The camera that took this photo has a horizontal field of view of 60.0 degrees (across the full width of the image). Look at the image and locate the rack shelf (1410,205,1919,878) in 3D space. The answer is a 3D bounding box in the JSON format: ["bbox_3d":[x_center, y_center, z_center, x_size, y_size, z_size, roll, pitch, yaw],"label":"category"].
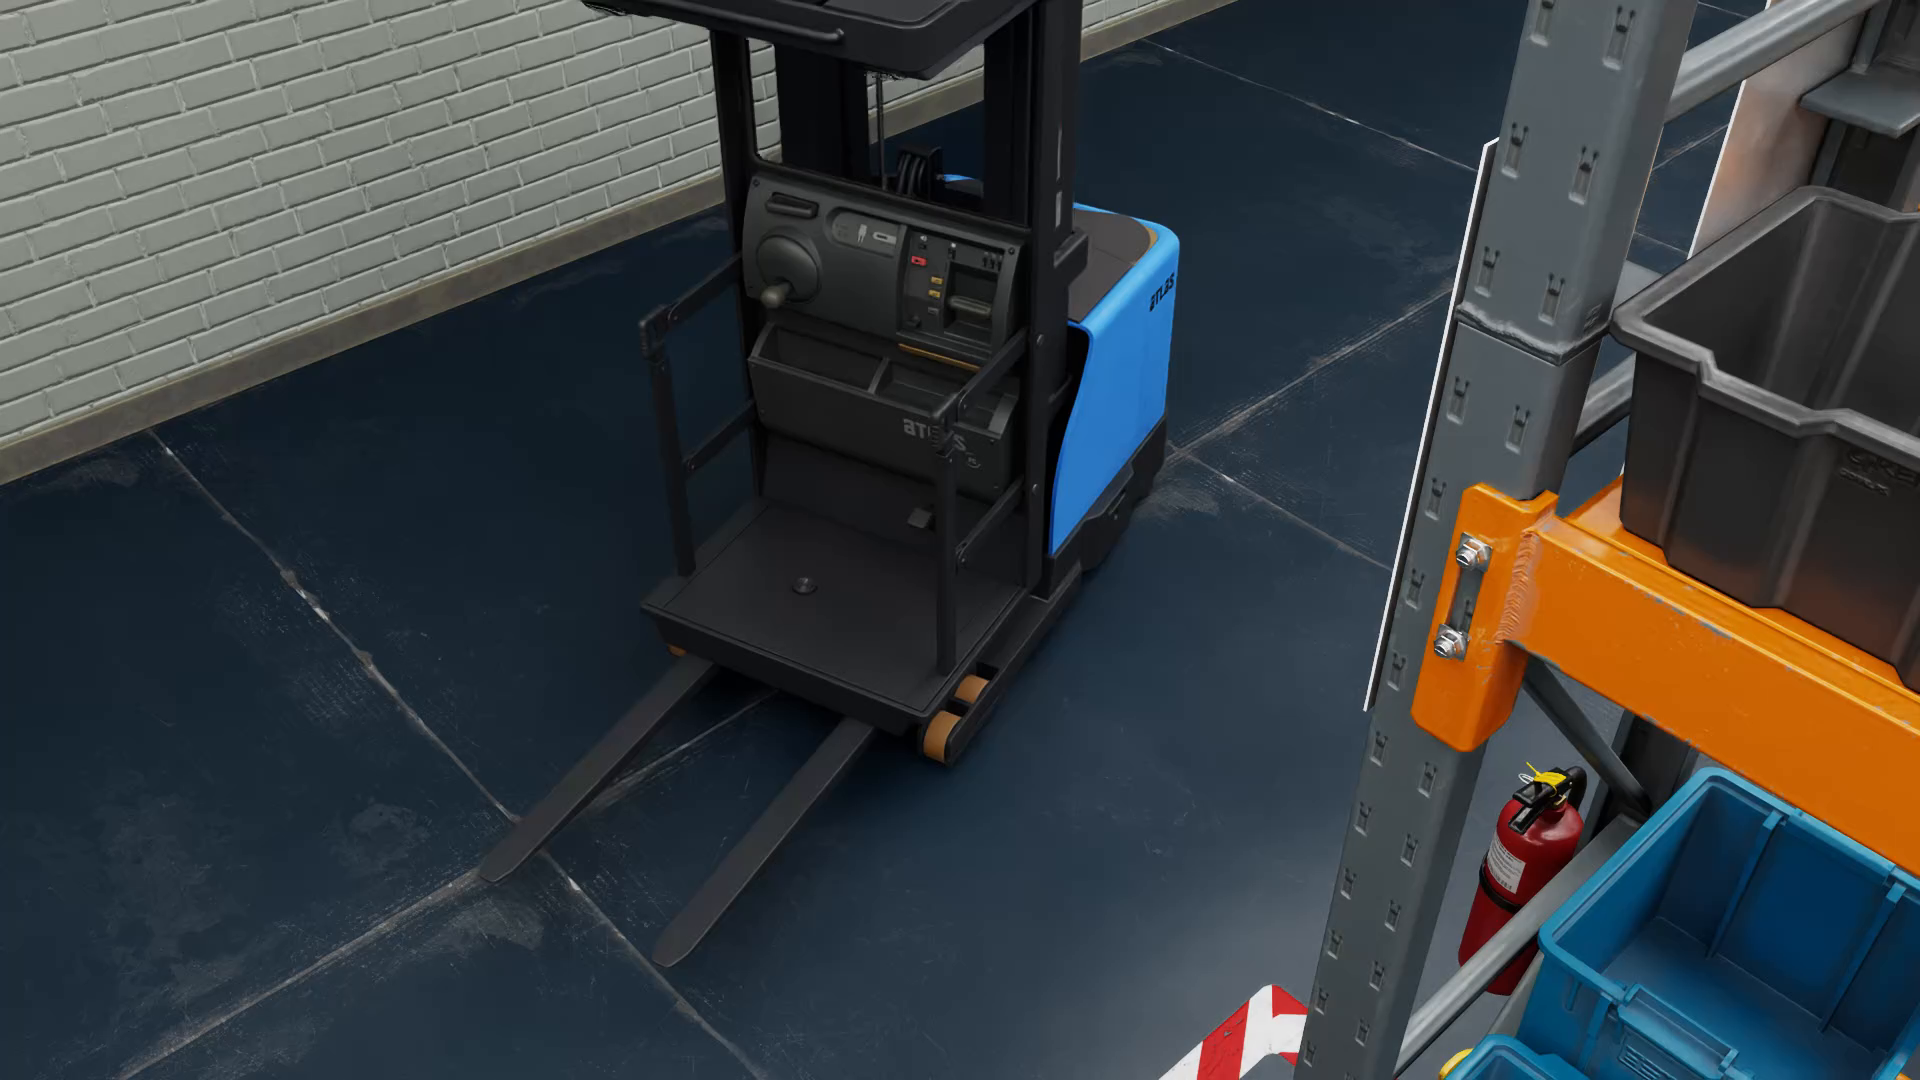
[{"bbox_3d":[2.288,0.788,1.073,1.077,0.370,4.000,-30,48,-32],"label":"rack shelf"}]

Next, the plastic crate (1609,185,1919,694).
[{"bbox_3d":[0.990,-0.070,1.666,0.497,0.269,0.590,-30,48,-32],"label":"plastic crate"}]

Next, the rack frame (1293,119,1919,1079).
[{"bbox_3d":[0.935,0.749,2.935,1.000,3.000,0.127,-30,48,-32],"label":"rack frame"}]

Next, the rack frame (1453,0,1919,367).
[{"bbox_3d":[0.935,-1.585,1.050,1.000,3.000,0.127,-30,48,-32],"label":"rack frame"}]

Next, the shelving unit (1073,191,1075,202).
[{"bbox_3d":[0.327,-0.945,6.698,0.210,0.900,0.258,5,38,6],"label":"shelving unit"}]

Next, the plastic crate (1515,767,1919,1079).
[{"bbox_3d":[1.299,0.788,2.811,0.616,0.435,0.499,-30,48,-32],"label":"plastic crate"}]

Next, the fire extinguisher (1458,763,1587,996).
[{"bbox_3d":[1.168,0.661,3.402,0.296,0.674,0.183,-30,48,-32],"label":"fire extinguisher"}]

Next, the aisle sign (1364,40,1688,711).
[{"bbox_3d":[0.668,-0.169,2.003,0.394,0.787,0.004,-30,48,-32],"label":"aisle sign"}]

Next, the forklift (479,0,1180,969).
[{"bbox_3d":[-0.350,-0.750,4.846,1.130,2.935,3.031,19,43,22],"label":"forklift"}]

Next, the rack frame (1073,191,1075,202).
[{"bbox_3d":[0.428,-0.936,6.687,0.006,0.900,0.240,5,38,6],"label":"rack frame"}]

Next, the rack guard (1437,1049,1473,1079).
[{"bbox_3d":[0.909,1.716,3.727,1.175,0.500,0.348,-30,48,-32],"label":"rack guard"}]

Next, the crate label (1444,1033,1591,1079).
[{"bbox_3d":[0.859,1.045,2.654,0.416,0.233,0.303,-30,48,-32],"label":"crate label"}]

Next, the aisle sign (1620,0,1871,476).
[{"bbox_3d":[1.102,-0.420,2.314,0.394,0.787,0.004,-30,48,-32],"label":"aisle sign"}]

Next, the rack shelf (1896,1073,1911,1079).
[{"bbox_3d":[2.288,1.955,2.015,1.077,0.370,4.000,-30,48,-32],"label":"rack shelf"}]
